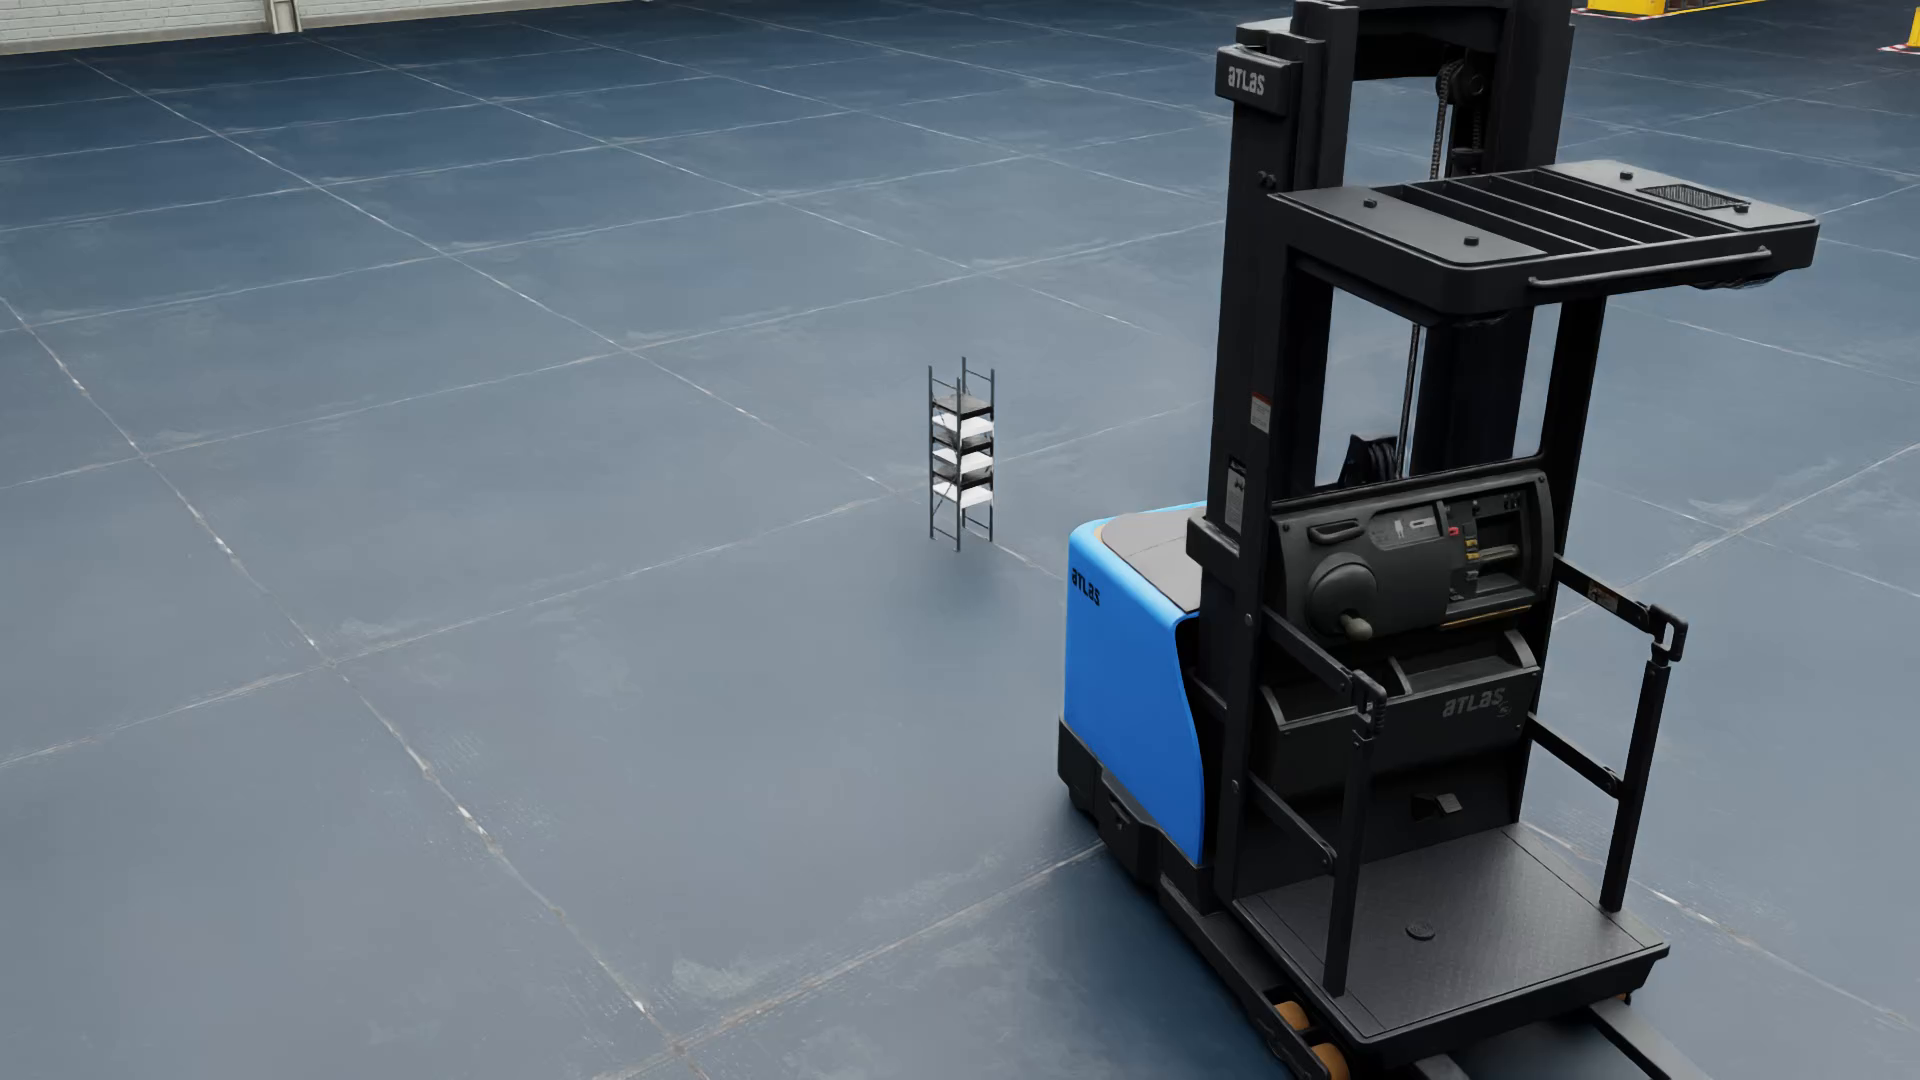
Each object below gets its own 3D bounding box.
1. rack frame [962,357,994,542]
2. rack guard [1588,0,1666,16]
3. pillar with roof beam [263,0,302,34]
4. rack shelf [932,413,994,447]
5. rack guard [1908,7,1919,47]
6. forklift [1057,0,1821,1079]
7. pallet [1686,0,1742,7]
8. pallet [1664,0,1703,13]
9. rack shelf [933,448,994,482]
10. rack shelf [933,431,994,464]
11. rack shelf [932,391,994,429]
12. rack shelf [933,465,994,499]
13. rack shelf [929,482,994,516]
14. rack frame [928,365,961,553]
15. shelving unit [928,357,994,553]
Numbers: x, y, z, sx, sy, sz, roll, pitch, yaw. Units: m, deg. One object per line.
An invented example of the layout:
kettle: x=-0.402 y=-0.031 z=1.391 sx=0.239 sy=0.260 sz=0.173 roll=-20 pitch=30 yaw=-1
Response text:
rack frame: x=0.086 y=-0.437 z=8.122 sx=0.006 sy=0.900 sz=0.240 roll=-18 pitch=31 yaw=-34
rack guard: x=10.488 y=-8.571 z=26.125 sx=0.348 sy=0.500 sz=1.175 roll=-18 pitch=31 yaw=-34
pillar with roof beam: x=-7.147 y=-10.039 z=19.192 sx=0.400 sy=9.000 sz=9.100 roll=-18 pitch=31 yaw=-34
rack shelf: x=0.006 y=-0.543 z=8.003 sx=0.200 sy=0.077 sz=0.258 roll=-18 pitch=31 yaw=-34
rack guard: x=13.573 y=-6.915 z=22.556 sx=0.348 sy=0.500 sz=1.175 roll=-18 pitch=31 yaw=-34
forklift: x=1.399 y=0.081 z=4.594 sx=1.130 sy=2.935 sz=3.031 roll=-10 pitch=27 yaw=-20
pallet: x=12.090 y=-8.965 z=27.315 sx=1.213 sy=0.211 sz=1.003 roll=-18 pitch=31 yaw=-34
pallet: x=11.131 y=-8.650 z=26.636 sx=1.213 sy=0.211 sz=1.003 roll=-18 pitch=31 yaw=-34
rack shelf: x=0.006 y=-0.380 z=8.079 sx=0.200 sy=0.077 sz=0.258 roll=-18 pitch=31 yaw=-34
rack shelf: x=0.006 y=-0.462 z=8.041 sx=0.200 sy=0.077 sz=0.258 roll=-18 pitch=31 yaw=-34
rack shelf: x=0.006 y=-0.625 z=7.965 sx=0.200 sy=0.077 sz=0.258 roll=-18 pitch=31 yaw=-34
rack shelf: x=0.006 y=-0.298 z=8.117 sx=0.200 sy=0.077 sz=0.258 roll=-18 pitch=31 yaw=-34
rack shelf: x=0.006 y=-0.217 z=8.155 sx=0.200 sy=0.077 sz=0.258 roll=-18 pitch=31 yaw=-34
rack frame: x=-0.074 y=-0.384 z=8.008 sx=0.006 sy=0.900 sz=0.240 roll=-18 pitch=31 yaw=-34
shelving unit: x=0.006 y=-0.410 z=8.065 sx=0.210 sy=0.900 sz=0.258 roll=-18 pitch=31 yaw=-34
